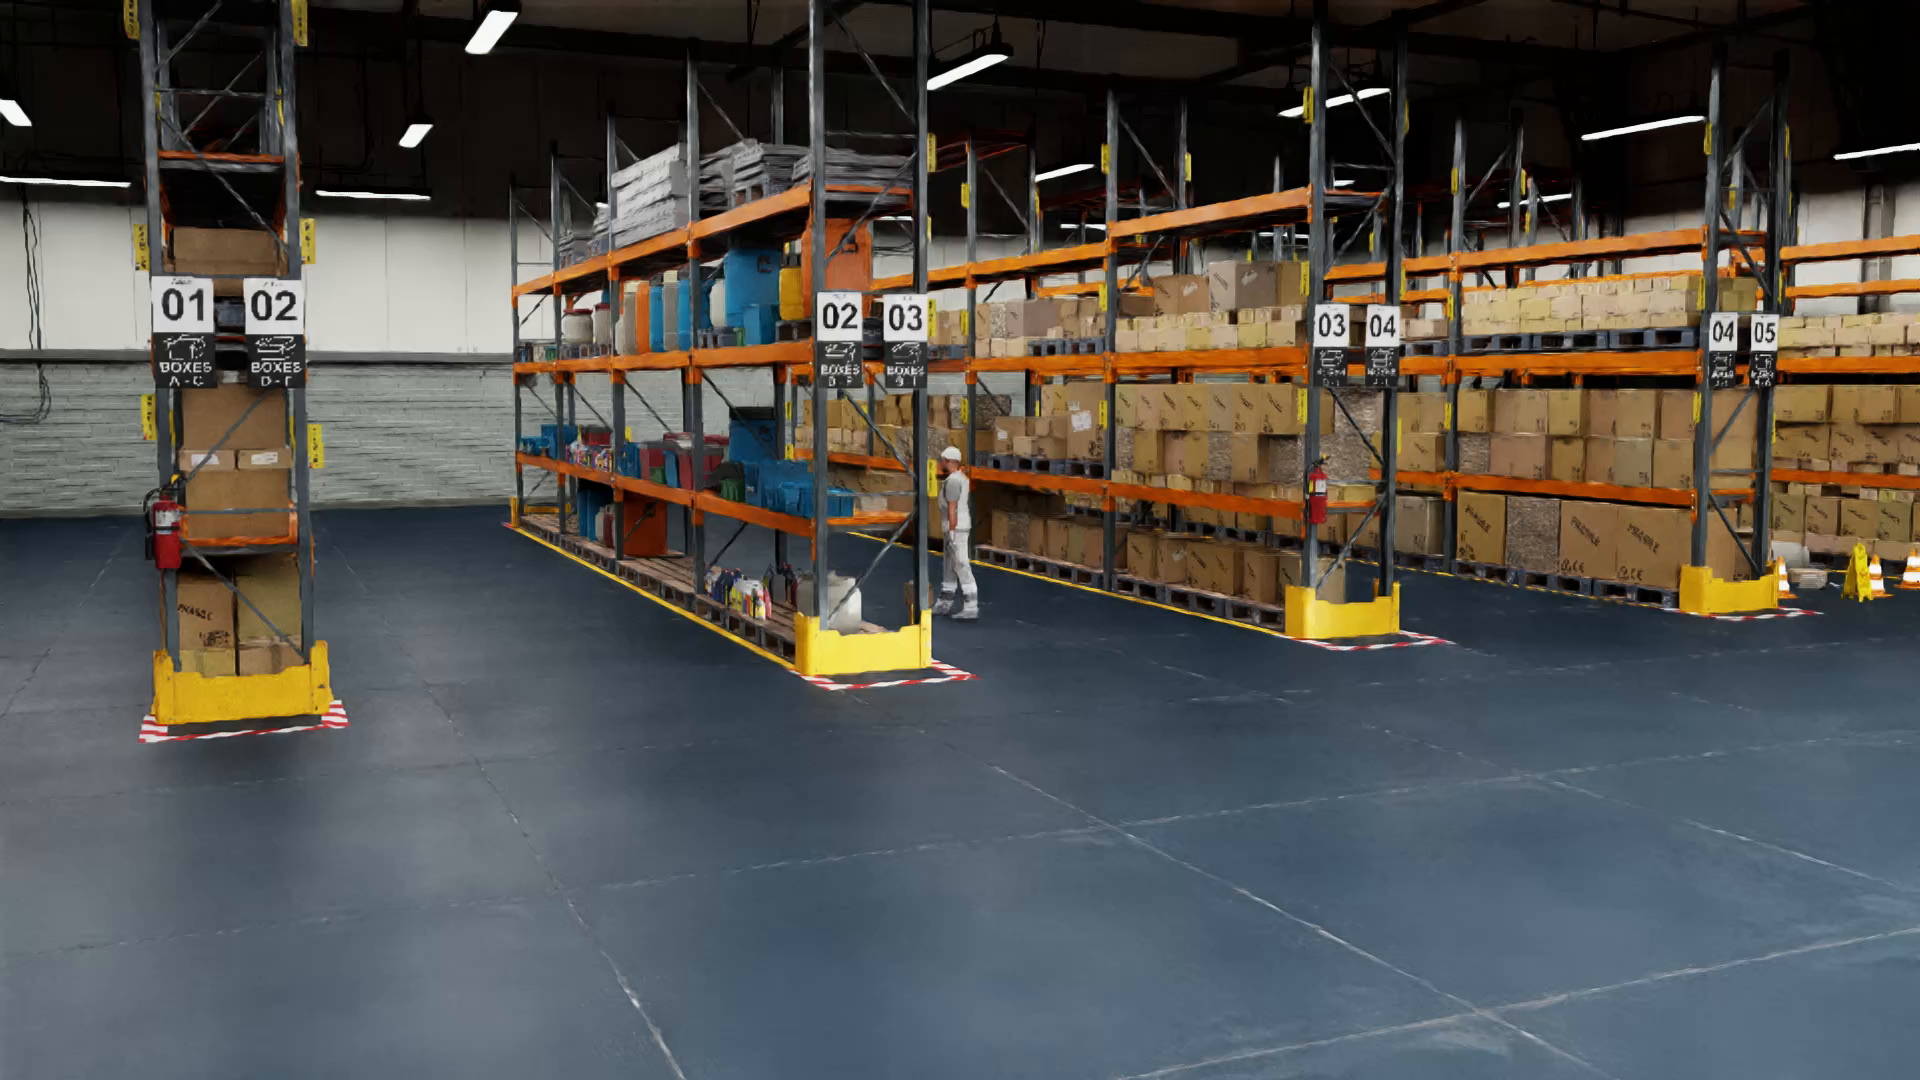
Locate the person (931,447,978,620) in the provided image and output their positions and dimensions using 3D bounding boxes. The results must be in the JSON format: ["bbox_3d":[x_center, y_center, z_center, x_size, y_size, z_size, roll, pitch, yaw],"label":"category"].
[{"bbox_3d":[-0.097,-0.084,17.413,0.598,1.788,0.667,0,5,5],"label":"person"}]
